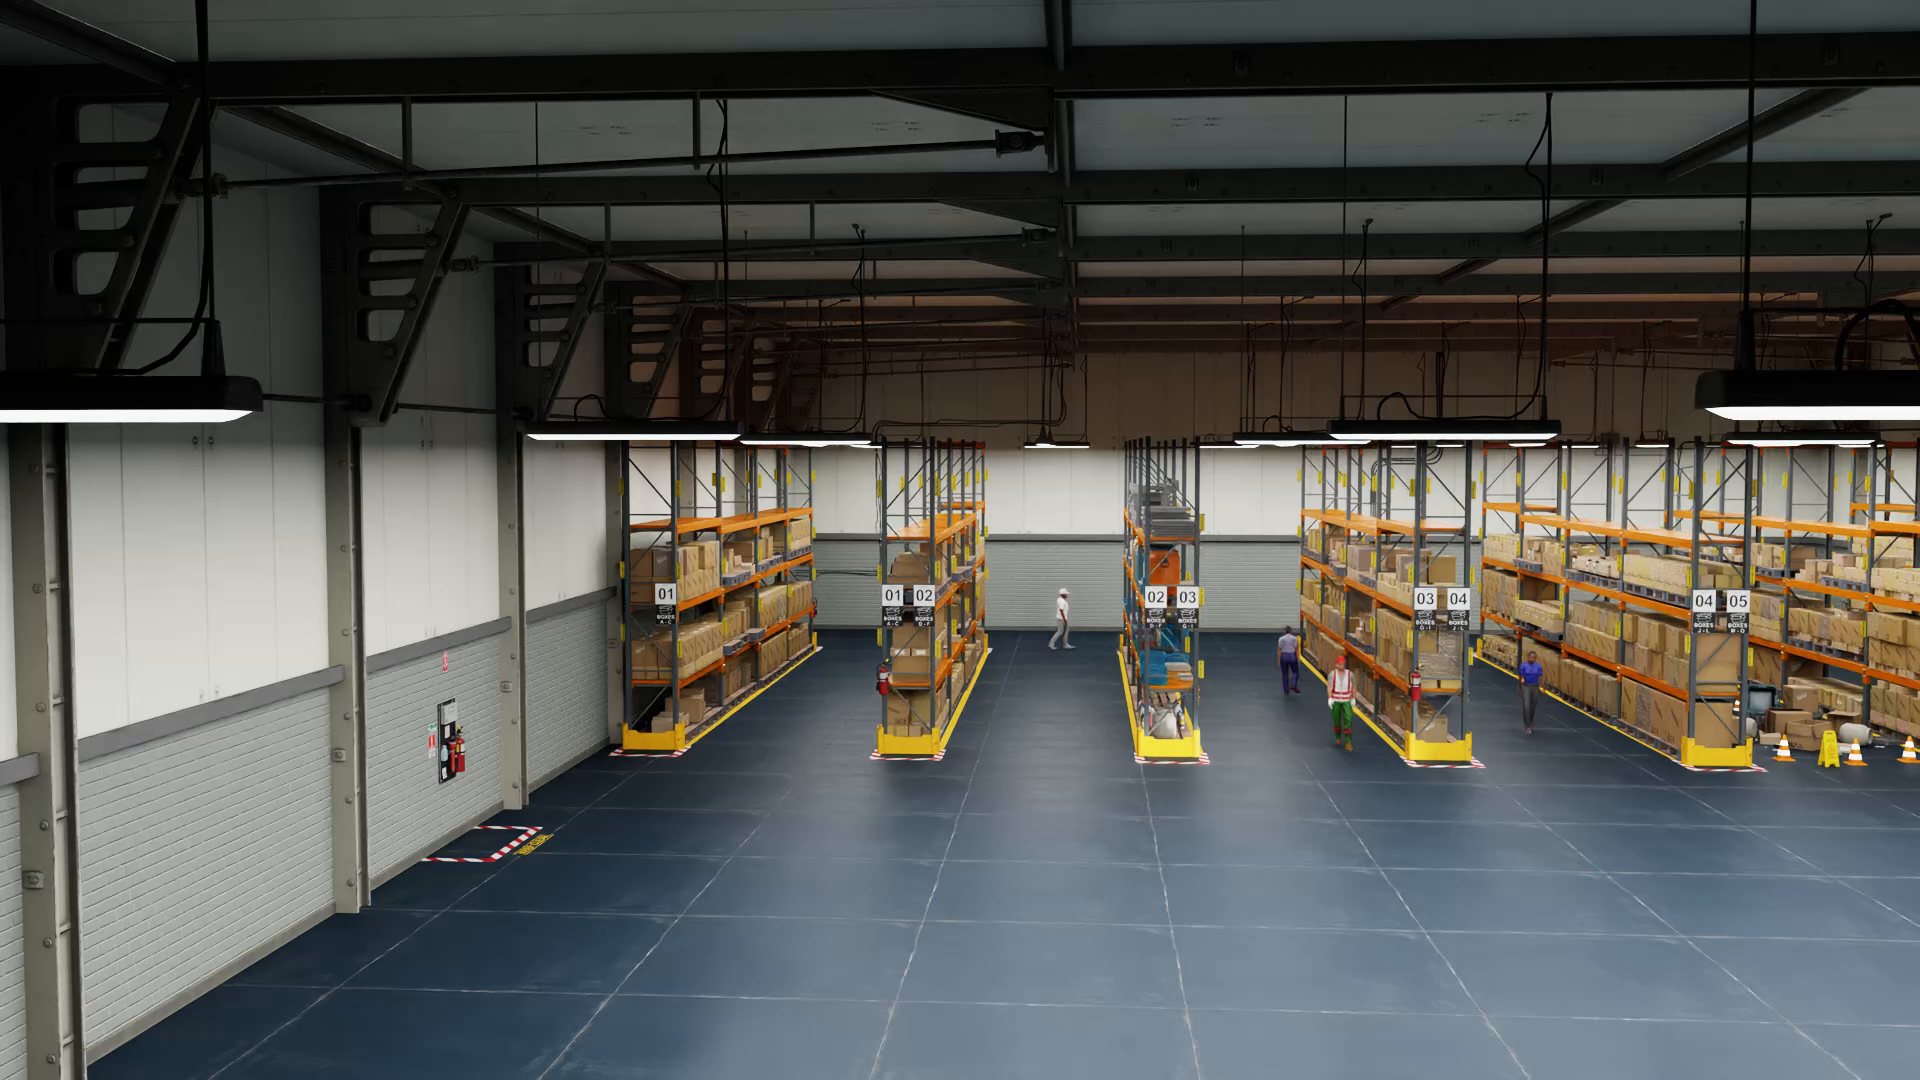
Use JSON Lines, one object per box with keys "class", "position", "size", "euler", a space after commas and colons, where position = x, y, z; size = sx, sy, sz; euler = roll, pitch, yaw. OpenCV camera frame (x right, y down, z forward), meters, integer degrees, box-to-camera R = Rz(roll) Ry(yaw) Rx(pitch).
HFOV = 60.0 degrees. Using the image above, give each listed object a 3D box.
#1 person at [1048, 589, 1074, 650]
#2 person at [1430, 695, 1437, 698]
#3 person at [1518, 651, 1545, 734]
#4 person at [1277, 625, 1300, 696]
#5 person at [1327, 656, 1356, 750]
{"class": "person", "position": [2.917, 2.276, 47.902], "size": [0.728, 1.759, 0.589], "euler": [0, 3, 7]}
{"class": "person", "position": [11.104, 2.830, 38.741], "size": [0.532, 1.675, 0.654], "euler": [1, 3, 22]}
{"class": "person", "position": [11.657, 3.093, 33.918], "size": [0.490, 1.691, 0.612], "euler": [0, 3, 3]}
{"class": "person", "position": [7.691, 2.818, 38.899], "size": [0.527, 1.638, 0.462], "euler": [1, 3, 13]}
{"class": "person", "position": [7.341, 3.106, 32.014], "size": [0.544, 1.747, 0.902], "euler": [1, 3, 15]}
